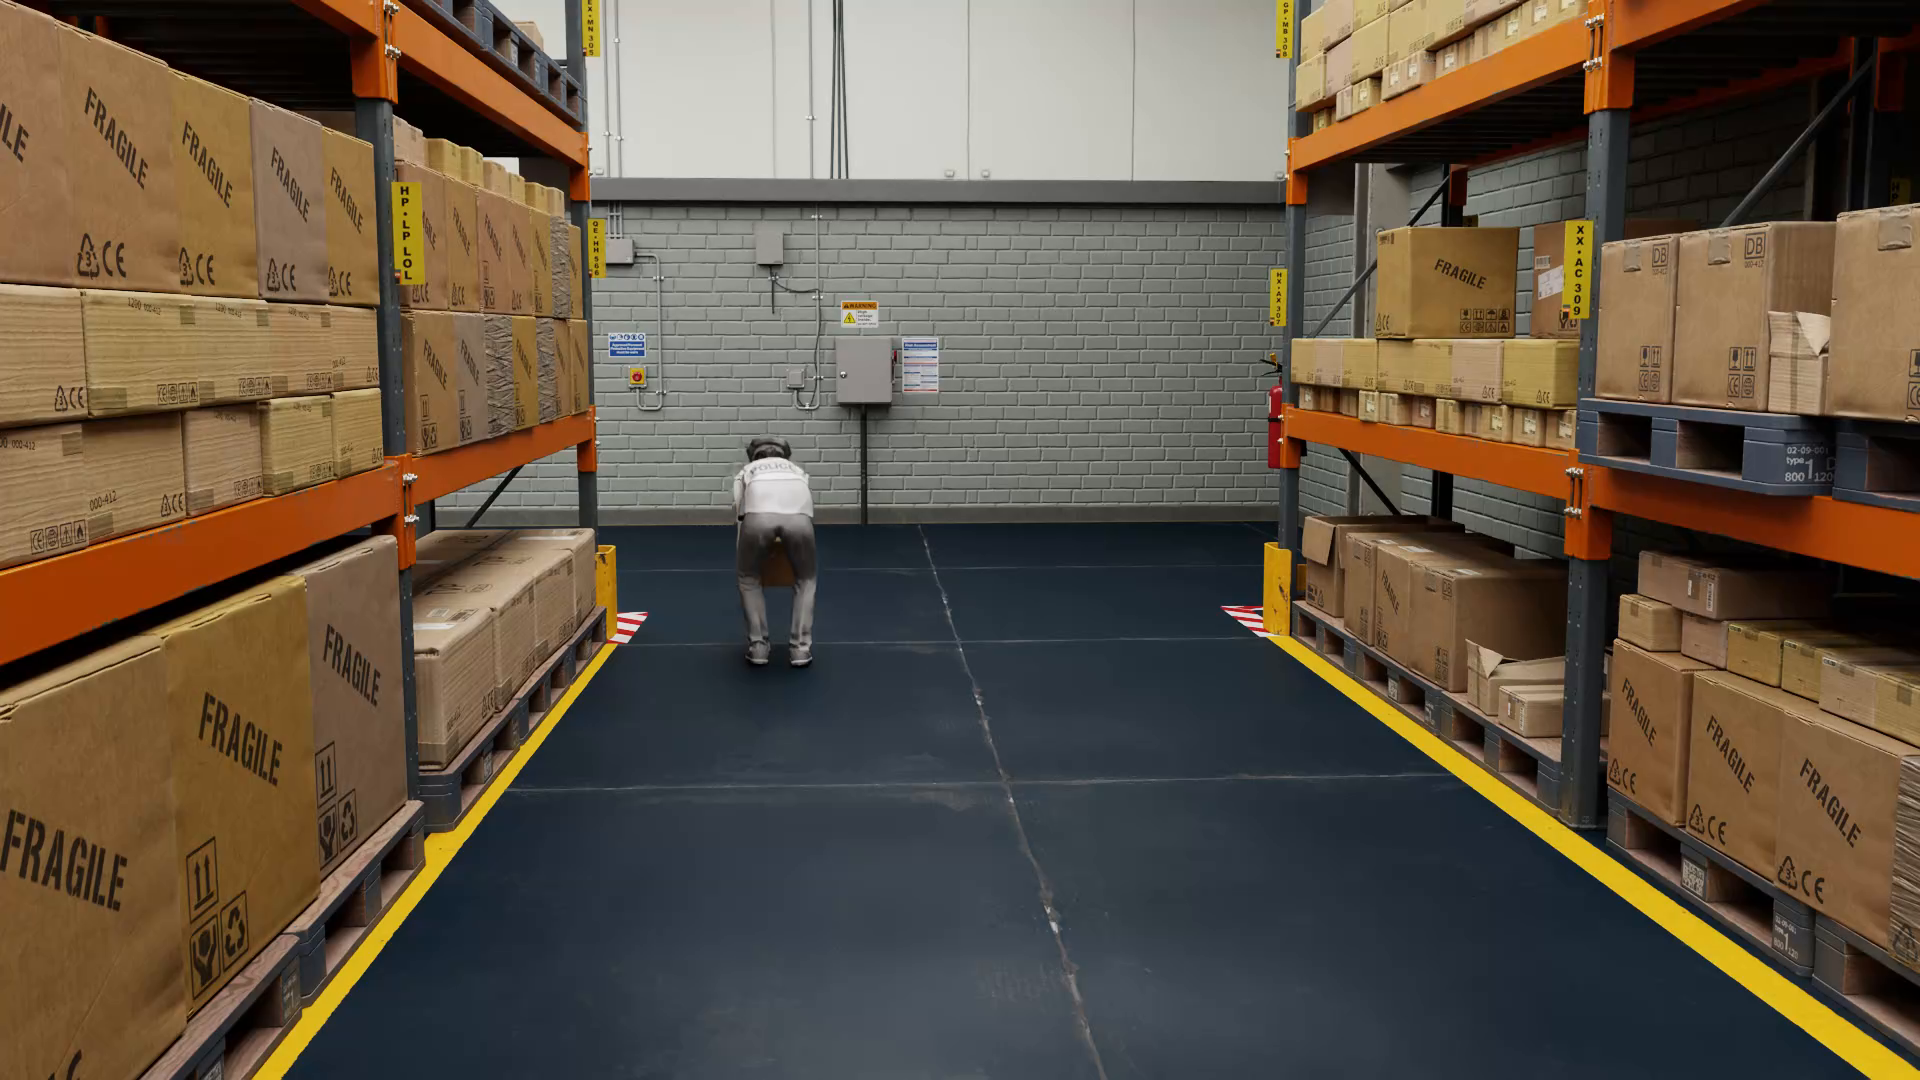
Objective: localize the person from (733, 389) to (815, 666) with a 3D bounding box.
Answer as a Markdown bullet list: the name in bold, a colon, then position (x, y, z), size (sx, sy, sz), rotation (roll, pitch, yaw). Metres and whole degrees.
- **person**: position (-0.990, -0.075, 8.838), size (0.418, 1.435, 0.794), rotation (-1, 7, -7)
